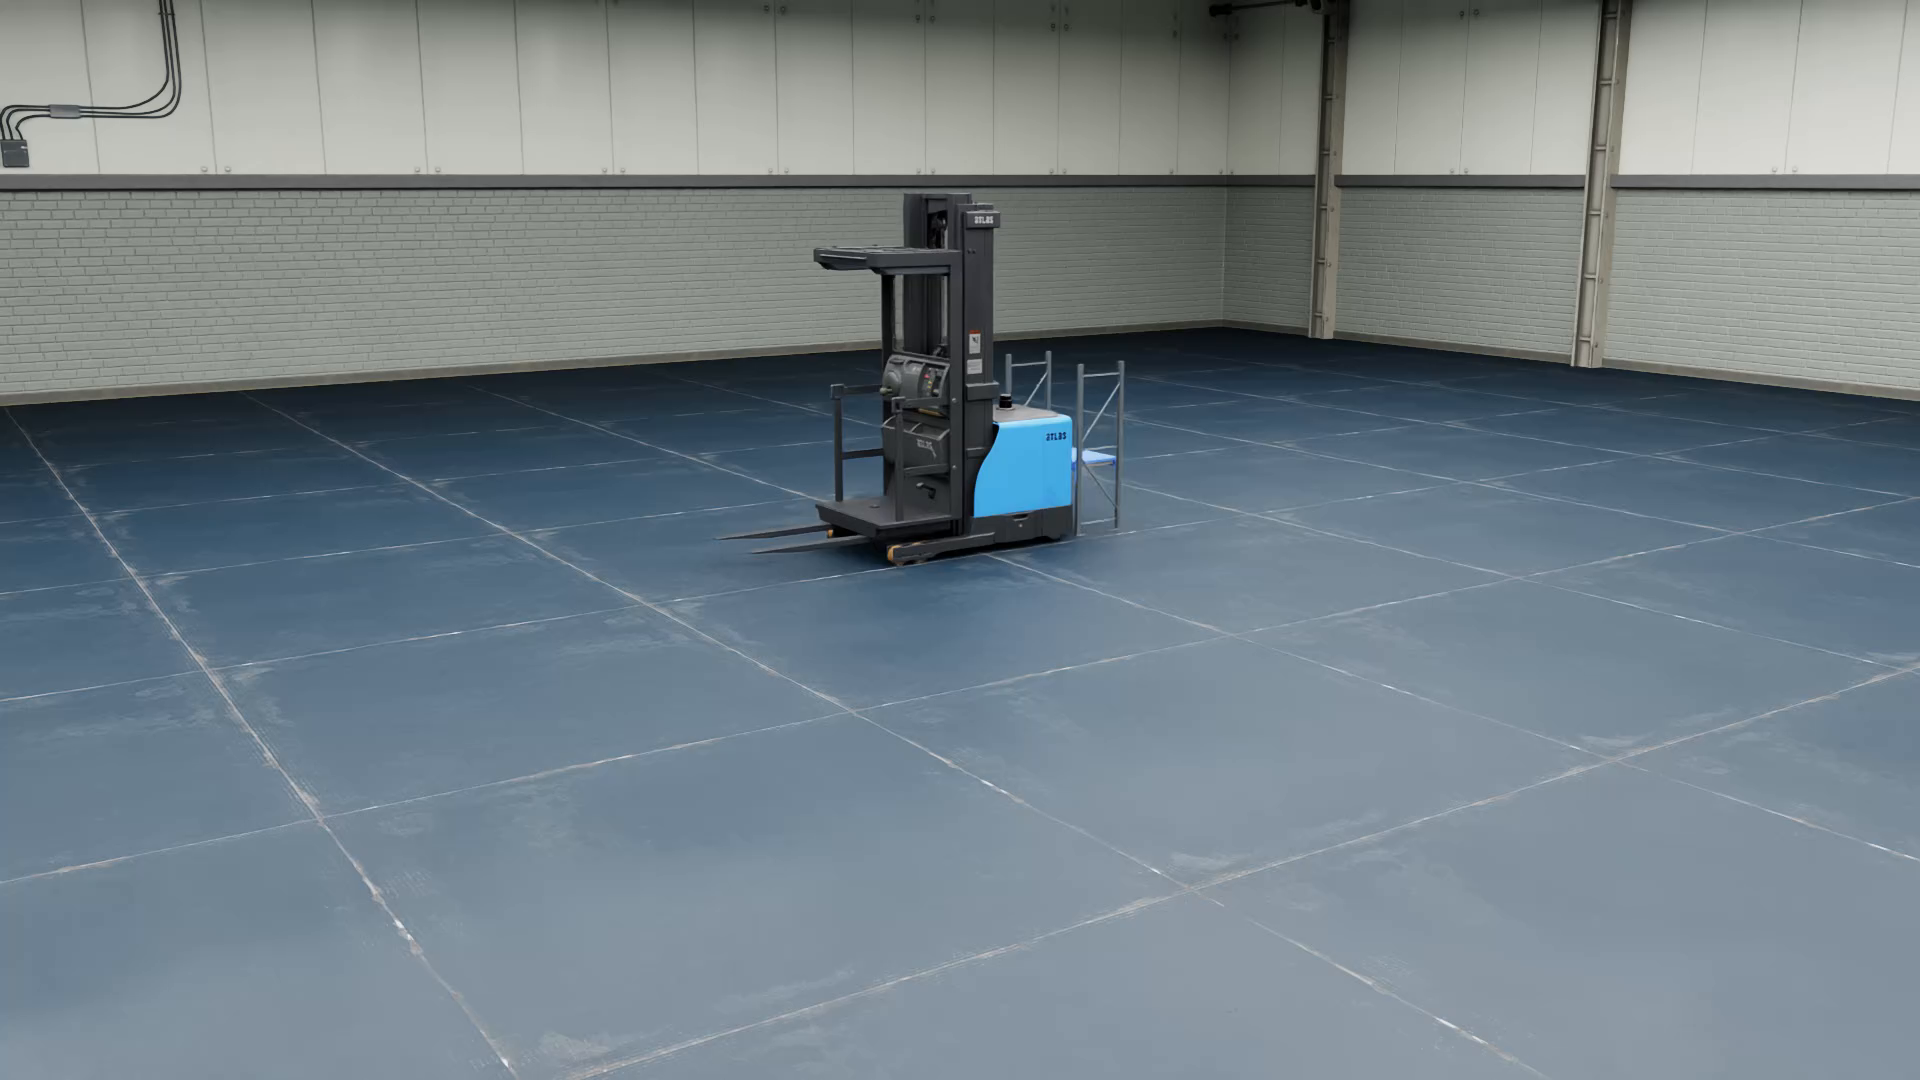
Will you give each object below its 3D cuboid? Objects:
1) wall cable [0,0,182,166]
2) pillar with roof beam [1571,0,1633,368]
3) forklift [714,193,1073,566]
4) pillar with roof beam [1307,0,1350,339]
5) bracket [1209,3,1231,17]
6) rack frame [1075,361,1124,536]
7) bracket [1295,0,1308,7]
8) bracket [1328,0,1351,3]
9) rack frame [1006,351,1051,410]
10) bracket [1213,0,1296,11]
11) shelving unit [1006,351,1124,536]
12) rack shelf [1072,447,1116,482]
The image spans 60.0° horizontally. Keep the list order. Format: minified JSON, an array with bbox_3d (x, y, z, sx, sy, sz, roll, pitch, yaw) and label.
[{"bbox_3d":[-11.820,-8.062,22.201,2.305,6.003,0.169,-8,15,-33],"label":"wall cable"},{"bbox_3d":[6.763,-6.751,24.167,9.100,9.000,0.400,-8,15,-33],"label":"pillar with roof beam"},{"bbox_3d":[-0.538,-1.353,13.686,3.031,2.935,1.130,-8,15,-33],"label":"forklift"},{"bbox_3d":[3.439,-7.818,29.047,9.100,9.000,0.548,-8,15,-33],"label":"pillar with roof beam"},{"bbox_3d":[5.184,-10.539,33.065,0.235,0.232,0.430,-8,15,-33],"label":"bracket"},{"bbox_3d":[1.214,-0.796,14.487,0.500,1.500,0.032,-8,15,-35],"label":"rack frame"},{"bbox_3d":[6.497,-10.118,31.138,0.235,0.232,0.430,-8,15,-33],"label":"bracket"},{"bbox_3d":[6.957,-9.970,30.463,0.235,0.232,0.430,-8,15,-33],"label":"bracket"},{"bbox_3d":[0.623,-0.973,15.295,0.500,1.500,0.032,-8,15,-35],"label":"rack frame"},{"bbox_3d":[5.512,-10.434,32.585,0.076,0.066,3.189,-8,15,-33],"label":"bracket"},{"bbox_3d":[0.919,-0.884,14.891,0.538,1.500,1.048,-8,15,-35],"label":"shelving unit"},{"bbox_3d":[0.919,-0.708,14.929,0.538,0.185,1.000,-8,15,-35],"label":"rack shelf"}]
